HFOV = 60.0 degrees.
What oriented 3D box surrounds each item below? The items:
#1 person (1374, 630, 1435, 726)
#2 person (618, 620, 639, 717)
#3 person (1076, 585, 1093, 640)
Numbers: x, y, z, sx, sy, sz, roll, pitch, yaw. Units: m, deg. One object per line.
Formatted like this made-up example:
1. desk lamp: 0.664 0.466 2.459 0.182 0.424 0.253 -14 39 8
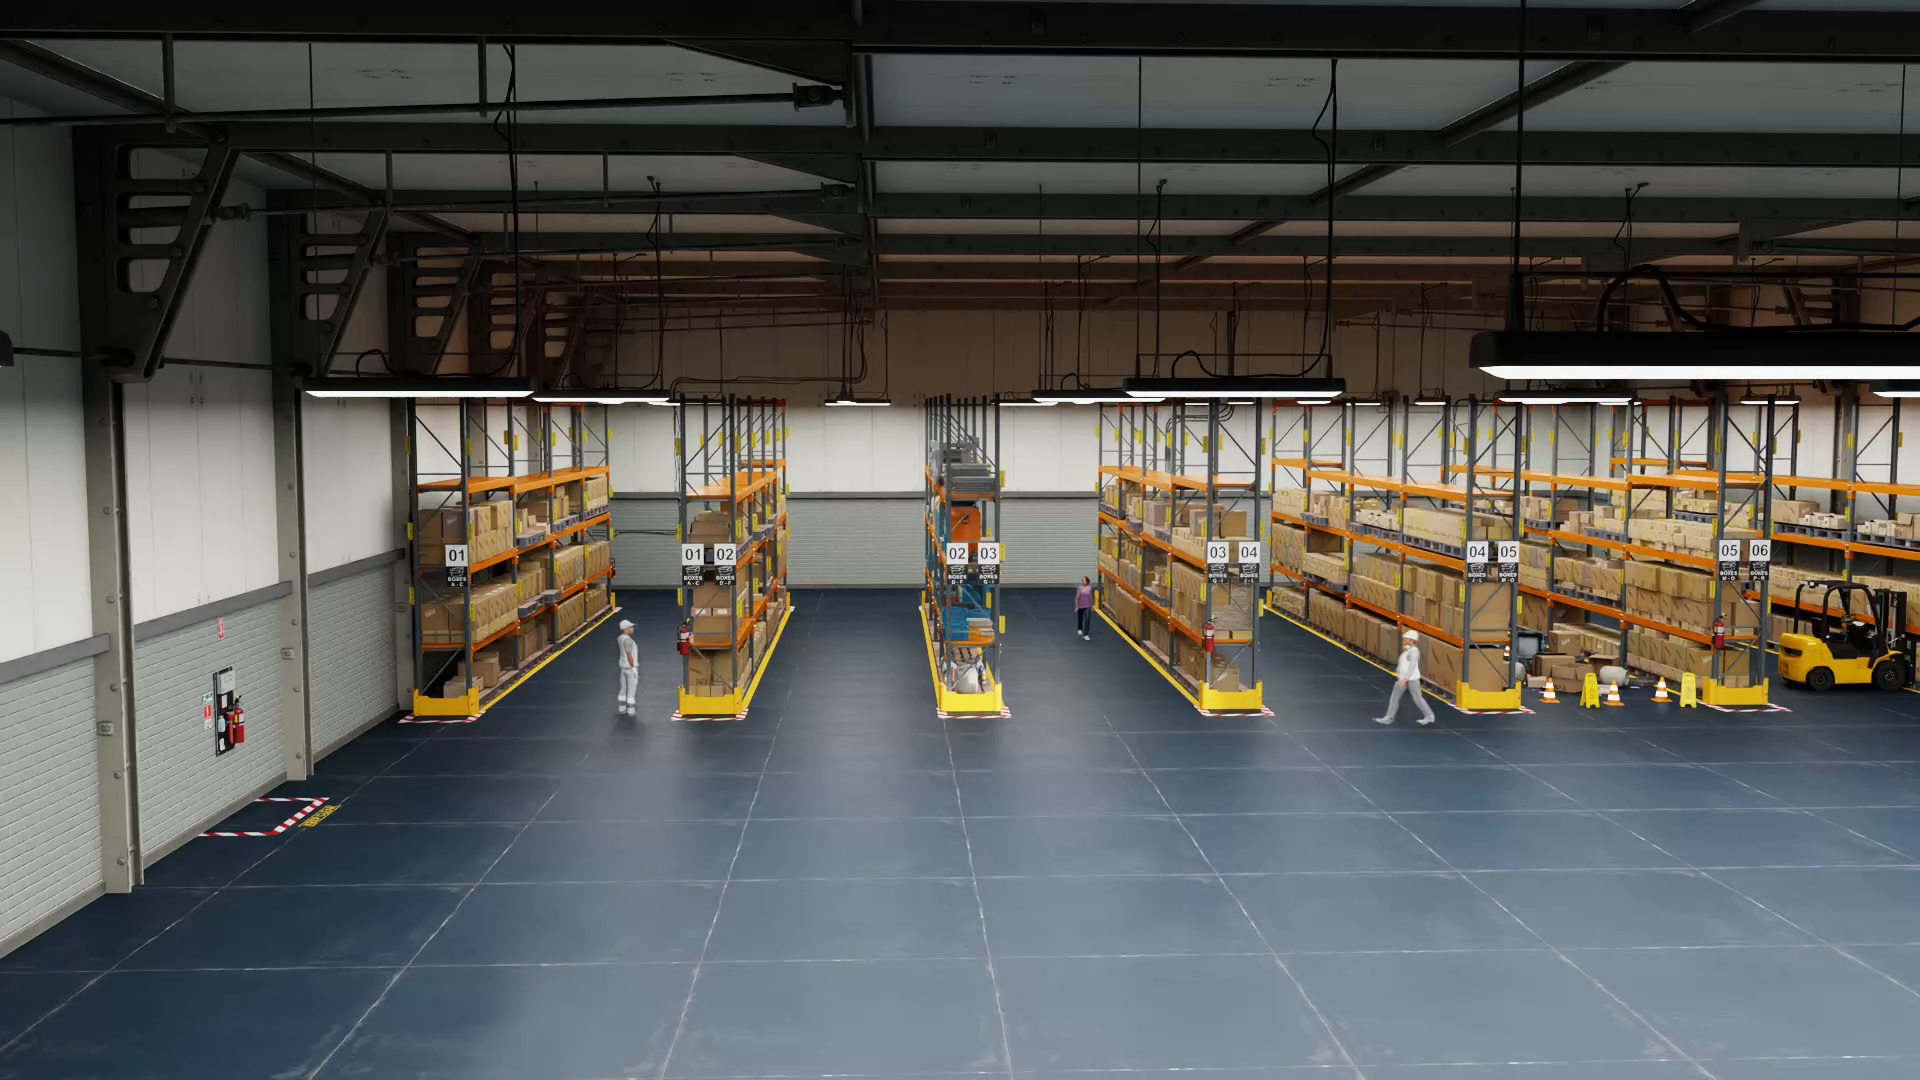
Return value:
1. person: 8.049 2.466 29.929 1.024 1.680 0.524 -1 5 -17
2. person: -6.166 2.376 30.950 0.403 1.793 0.605 -4 6 -42
3. person: 3.093 1.785 41.368 0.450 1.328 0.823 0 5 -3
